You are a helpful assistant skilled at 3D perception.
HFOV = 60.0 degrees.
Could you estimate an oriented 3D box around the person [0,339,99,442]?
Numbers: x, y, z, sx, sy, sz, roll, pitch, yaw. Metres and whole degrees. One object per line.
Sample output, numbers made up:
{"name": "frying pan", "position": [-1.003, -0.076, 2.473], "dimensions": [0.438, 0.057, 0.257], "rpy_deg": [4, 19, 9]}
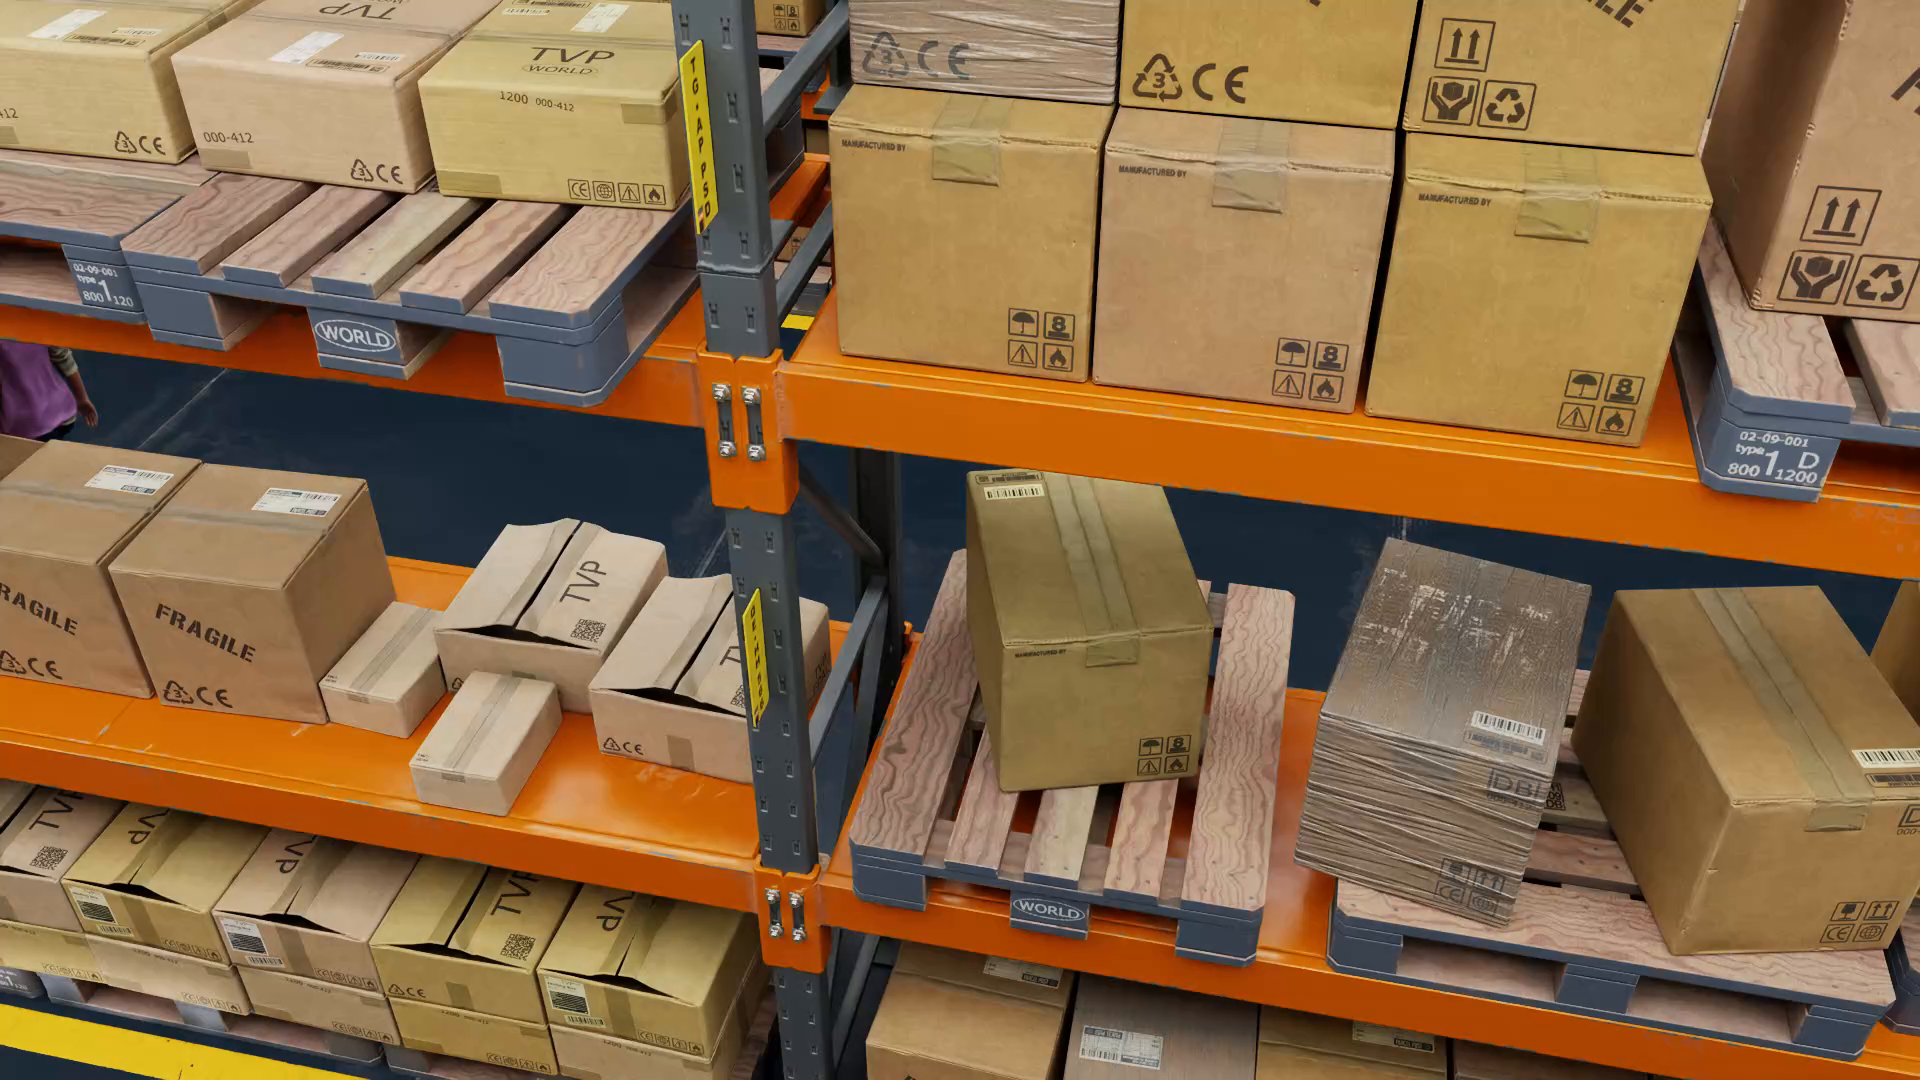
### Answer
{"name": "person", "position": [-3.813, -0.467, 6.782], "dimensions": [0.667, 1.628, 0.454], "rpy_deg": [8, 38, 10]}
